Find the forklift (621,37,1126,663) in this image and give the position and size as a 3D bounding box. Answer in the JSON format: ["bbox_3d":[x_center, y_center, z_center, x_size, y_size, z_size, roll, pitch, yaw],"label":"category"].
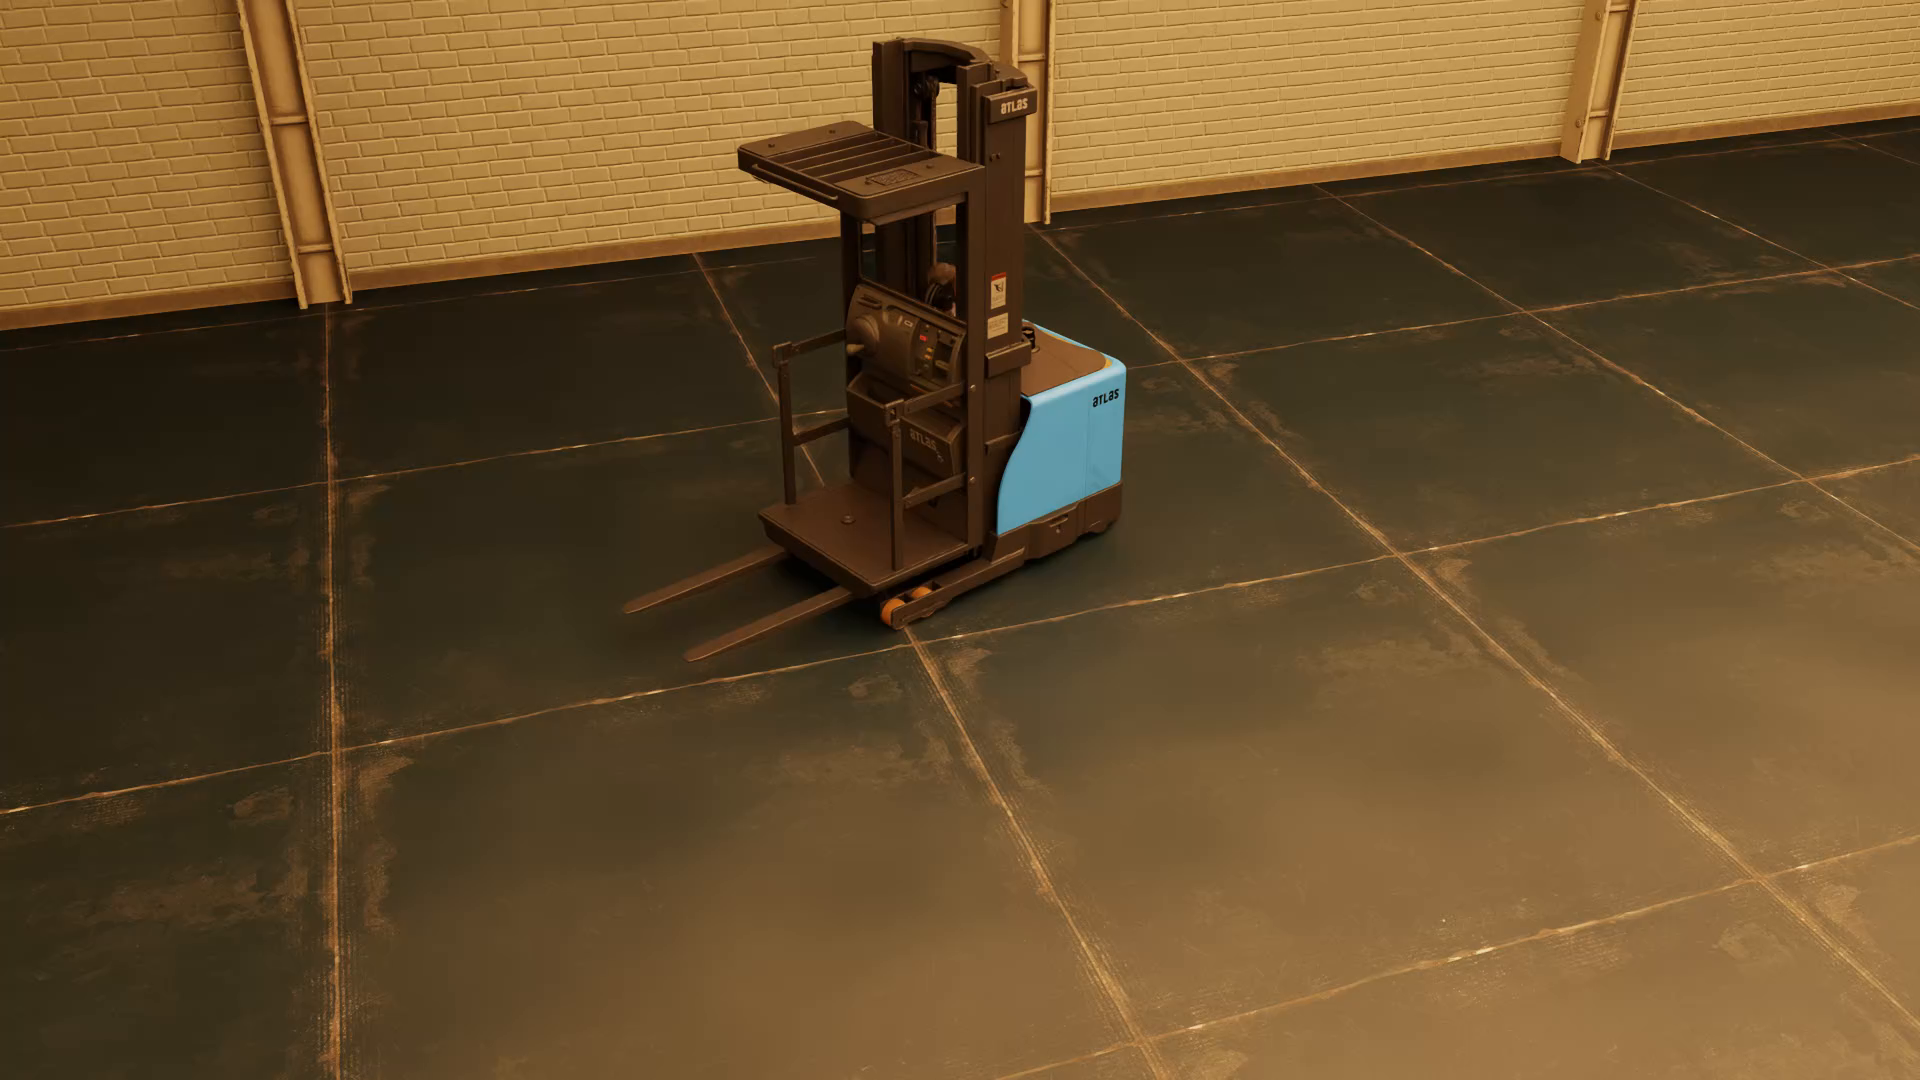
[{"bbox_3d":[-0.461,-1.072,8.951,3.031,2.935,1.130,-23,37,-34],"label":"forklift"}]

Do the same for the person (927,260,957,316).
[{"bbox_3d":[0.081,-0.836,9.547,0.537,1.611,0.602,-10,31,-16],"label":"person"}]
